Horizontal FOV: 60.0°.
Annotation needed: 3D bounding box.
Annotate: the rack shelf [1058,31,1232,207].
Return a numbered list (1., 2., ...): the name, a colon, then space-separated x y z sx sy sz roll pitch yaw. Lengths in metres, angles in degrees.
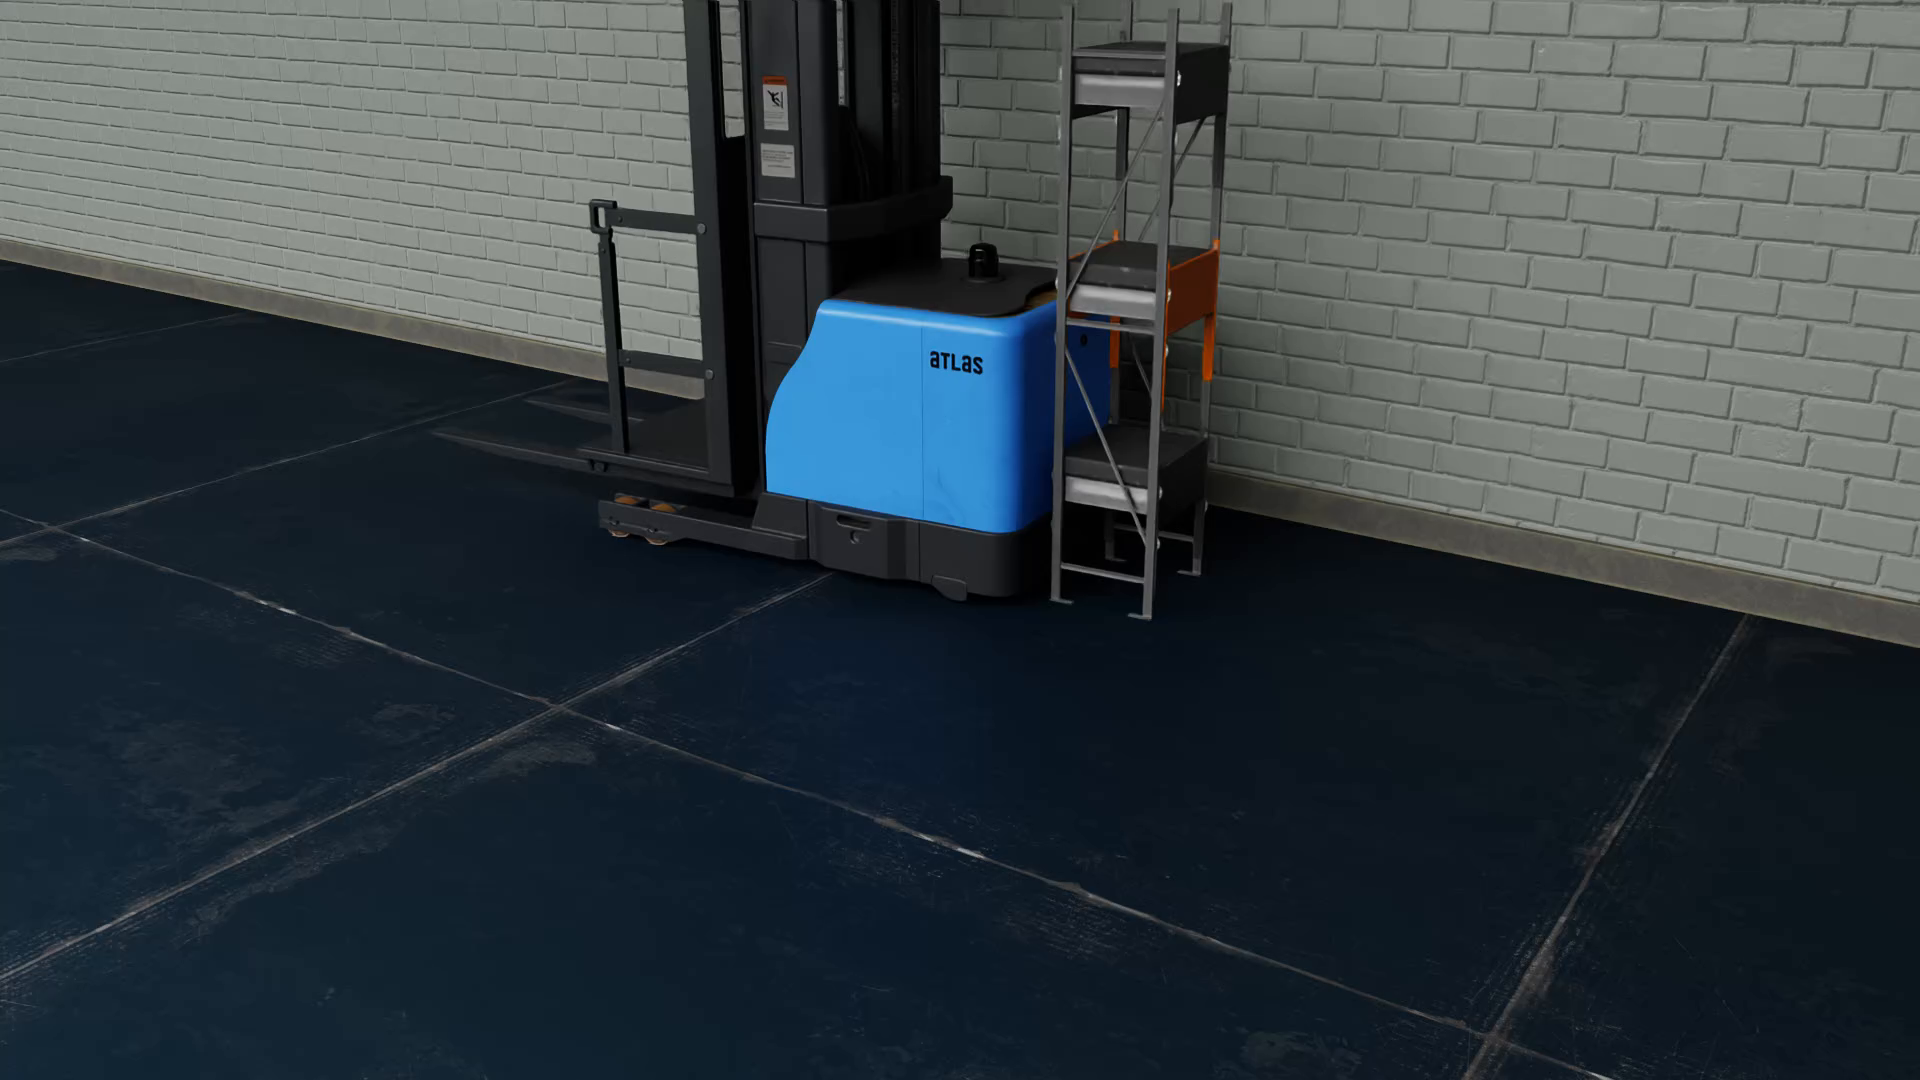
1. rack shelf: 0.633 -1.447 5.671 0.431 0.518 0.480 11 23 27

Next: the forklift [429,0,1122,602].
1. forklift: -0.891 -1.499 6.593 3.031 2.935 1.130 11 23 27

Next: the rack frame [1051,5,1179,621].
1. rack frame: 0.515 -0.729 5.708 0.400 2.100 0.015 11 23 27

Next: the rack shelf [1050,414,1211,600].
1. rack shelf: 0.633 -0.134 6.157 0.431 0.518 0.480 11 23 27

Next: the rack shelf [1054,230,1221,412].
1. rack shelf: 0.633 -0.790 5.914 0.431 0.518 0.480 11 23 27

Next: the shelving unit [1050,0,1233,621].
1. shelving unit: 0.633 -0.803 5.909 0.431 2.100 0.503 11 23 27

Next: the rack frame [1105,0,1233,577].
1. rack frame: 0.750 -0.877 6.110 0.400 2.100 0.015 11 23 27
